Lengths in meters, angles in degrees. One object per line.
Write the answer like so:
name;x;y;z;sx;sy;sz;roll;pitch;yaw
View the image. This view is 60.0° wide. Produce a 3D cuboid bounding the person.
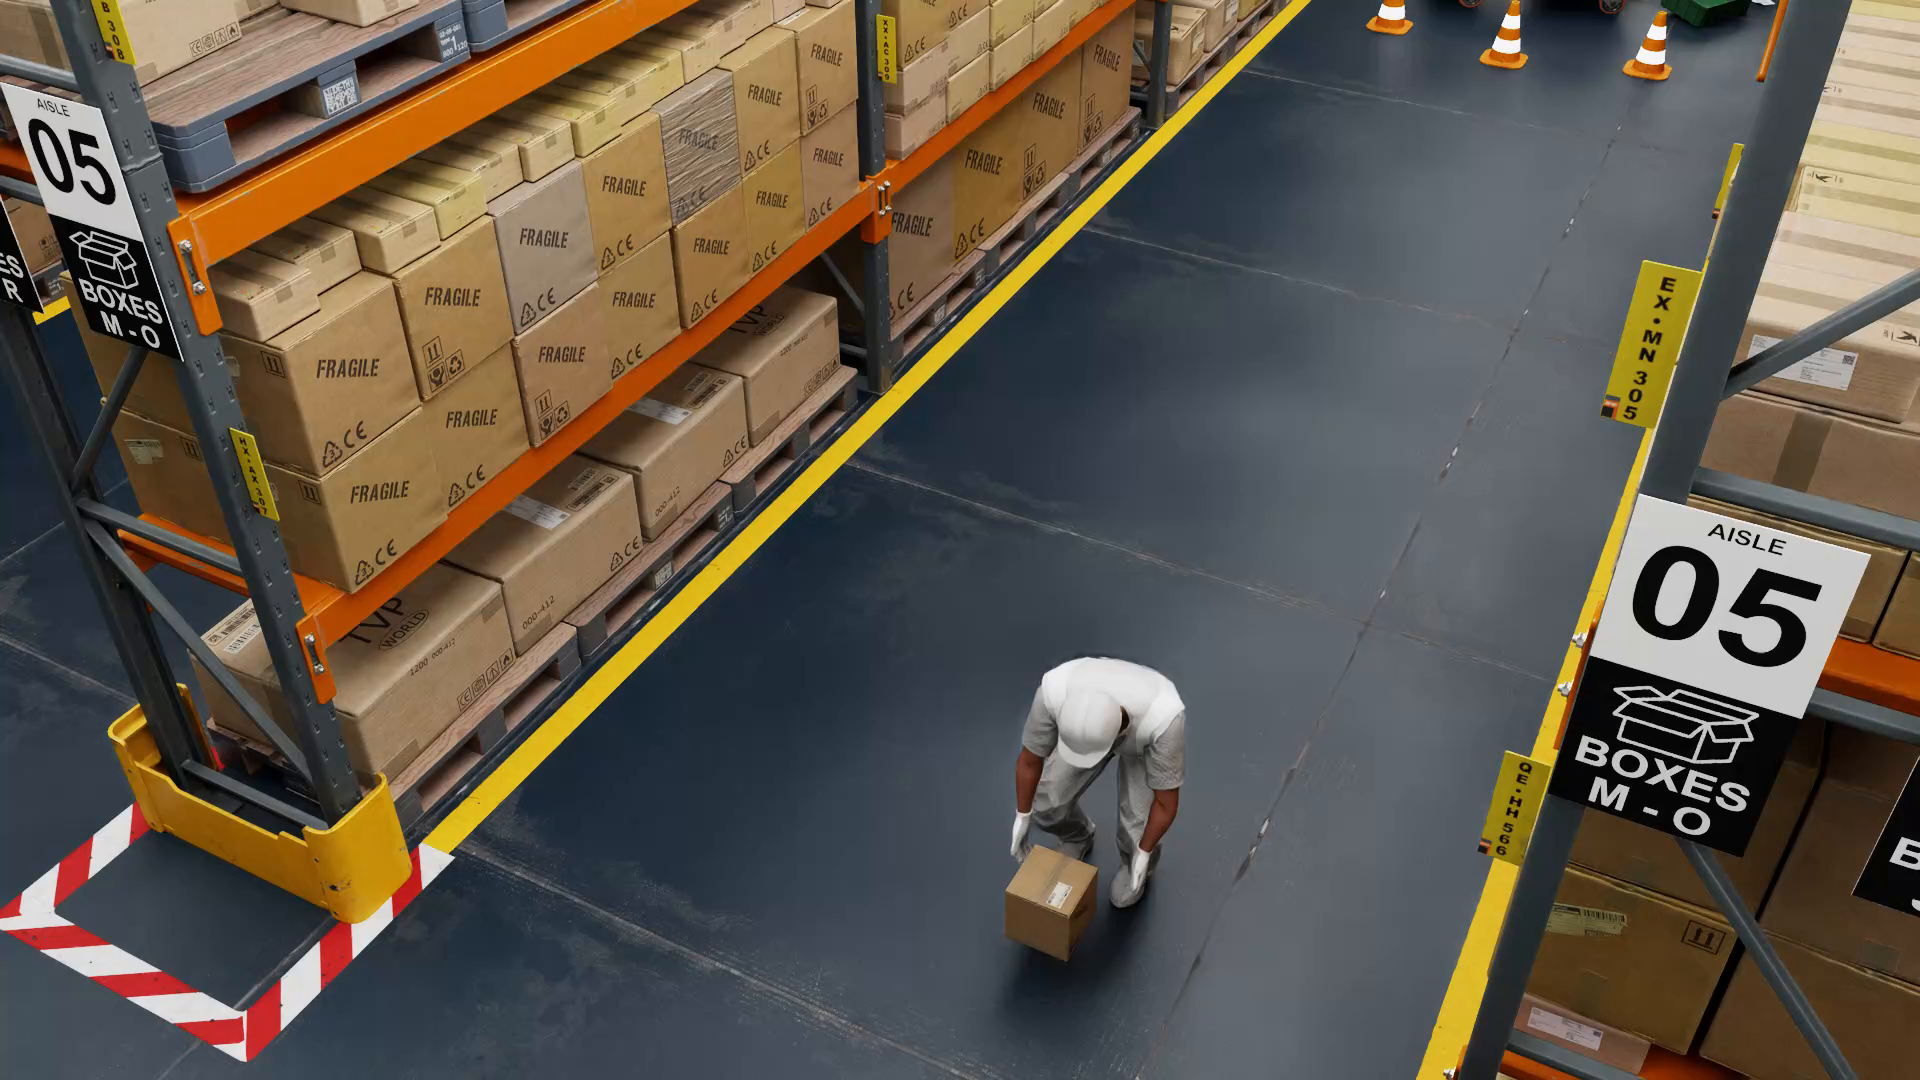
person;0.559;0.846;6.062;0.606;1.264;0.833;18;41;21
